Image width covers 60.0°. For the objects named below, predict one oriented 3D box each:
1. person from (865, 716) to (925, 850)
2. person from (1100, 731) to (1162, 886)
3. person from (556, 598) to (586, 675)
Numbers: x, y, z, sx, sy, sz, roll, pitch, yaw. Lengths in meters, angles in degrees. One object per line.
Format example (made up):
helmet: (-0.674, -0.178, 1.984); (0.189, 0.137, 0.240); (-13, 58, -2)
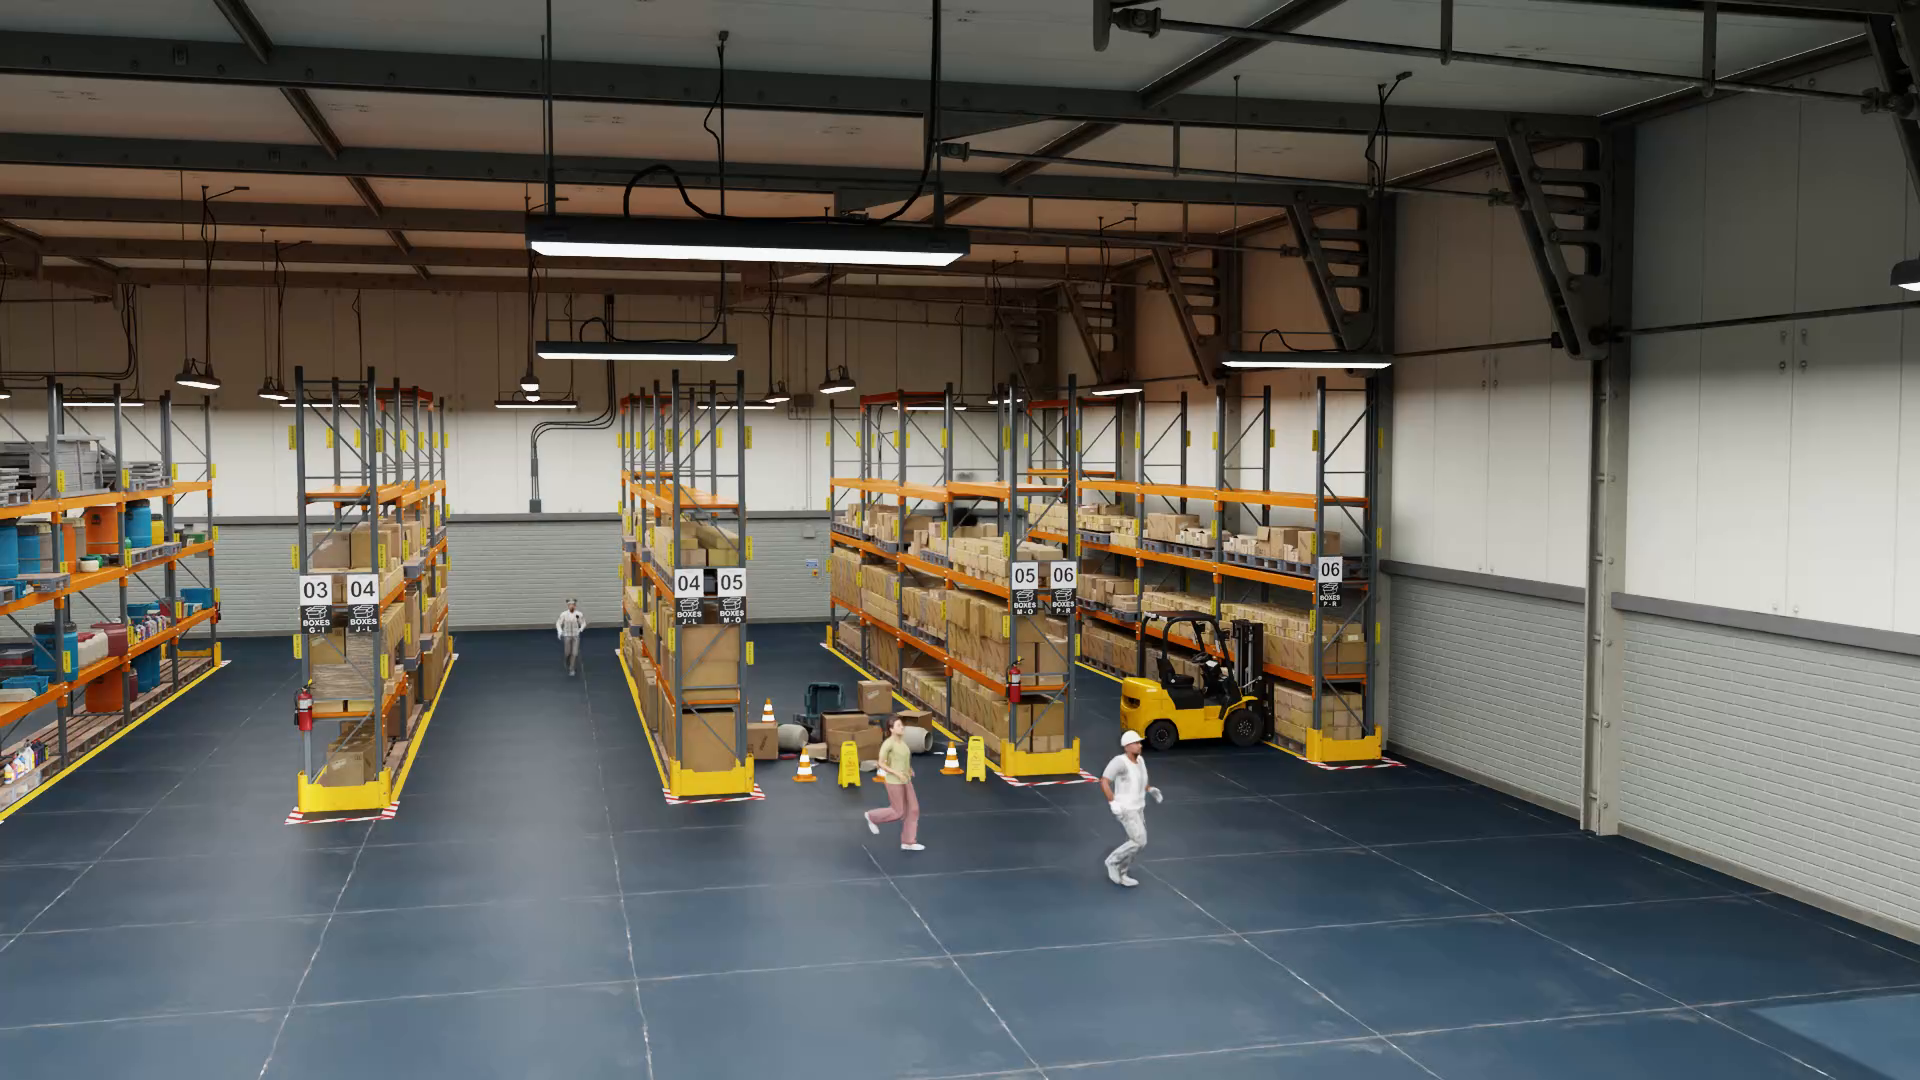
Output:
person: (-0.777, 2.979, 20.431); (0.806, 1.623, 0.593); (2, 4, 29)
person: (1.945, 3.012, 18.664); (0.581, 1.743, 0.690); (2, 4, 31)
person: (-8.314, 2.068, 35.601); (0.627, 1.662, 0.550); (-1, 4, -16)
